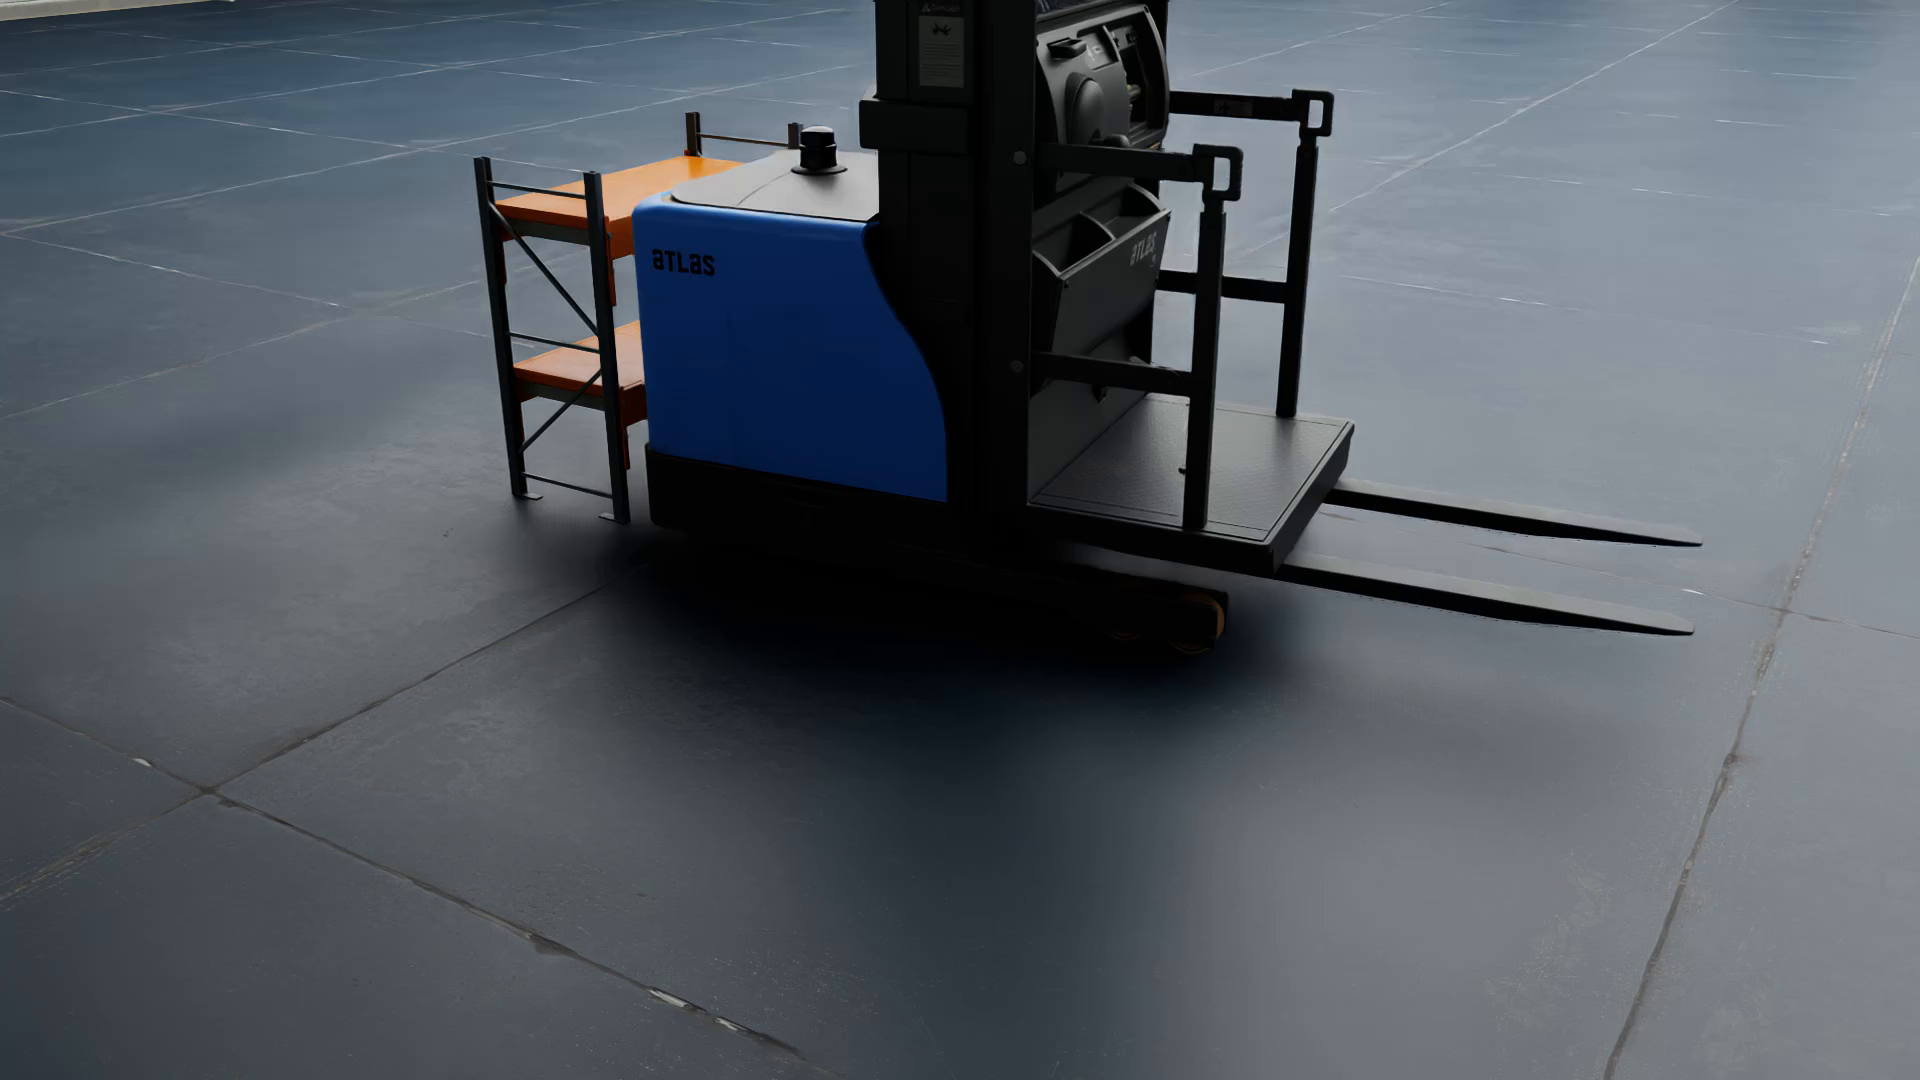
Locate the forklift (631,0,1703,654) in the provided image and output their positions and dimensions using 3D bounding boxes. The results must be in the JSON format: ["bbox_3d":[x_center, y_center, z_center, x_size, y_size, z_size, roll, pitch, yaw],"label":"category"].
[{"bbox_3d":[0.586,-1.275,4.506,3.031,2.935,1.130,10,25,22],"label":"forklift"}]

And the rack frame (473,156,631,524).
[{"bbox_3d":[-1.289,-0.624,5.276,0.500,1.125,0.032,13,27,28],"label":"rack frame"}]

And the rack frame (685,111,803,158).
[{"bbox_3d":[-0.763,-0.970,6.074,0.500,1.125,0.032,13,27,28],"label":"rack frame"}]

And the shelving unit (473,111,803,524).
[{"bbox_3d":[-1.026,-0.797,5.675,0.538,1.125,1.048,13,27,28],"label":"shelving unit"}]

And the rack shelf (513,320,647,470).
[{"bbox_3d":[-1.026,-0.573,5.772,0.538,0.278,1.000,13,27,28],"label":"rack shelf"}]

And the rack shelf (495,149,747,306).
[{"bbox_3d":[-1.026,-1.066,5.559,0.538,0.278,1.000,13,27,28],"label":"rack shelf"}]
